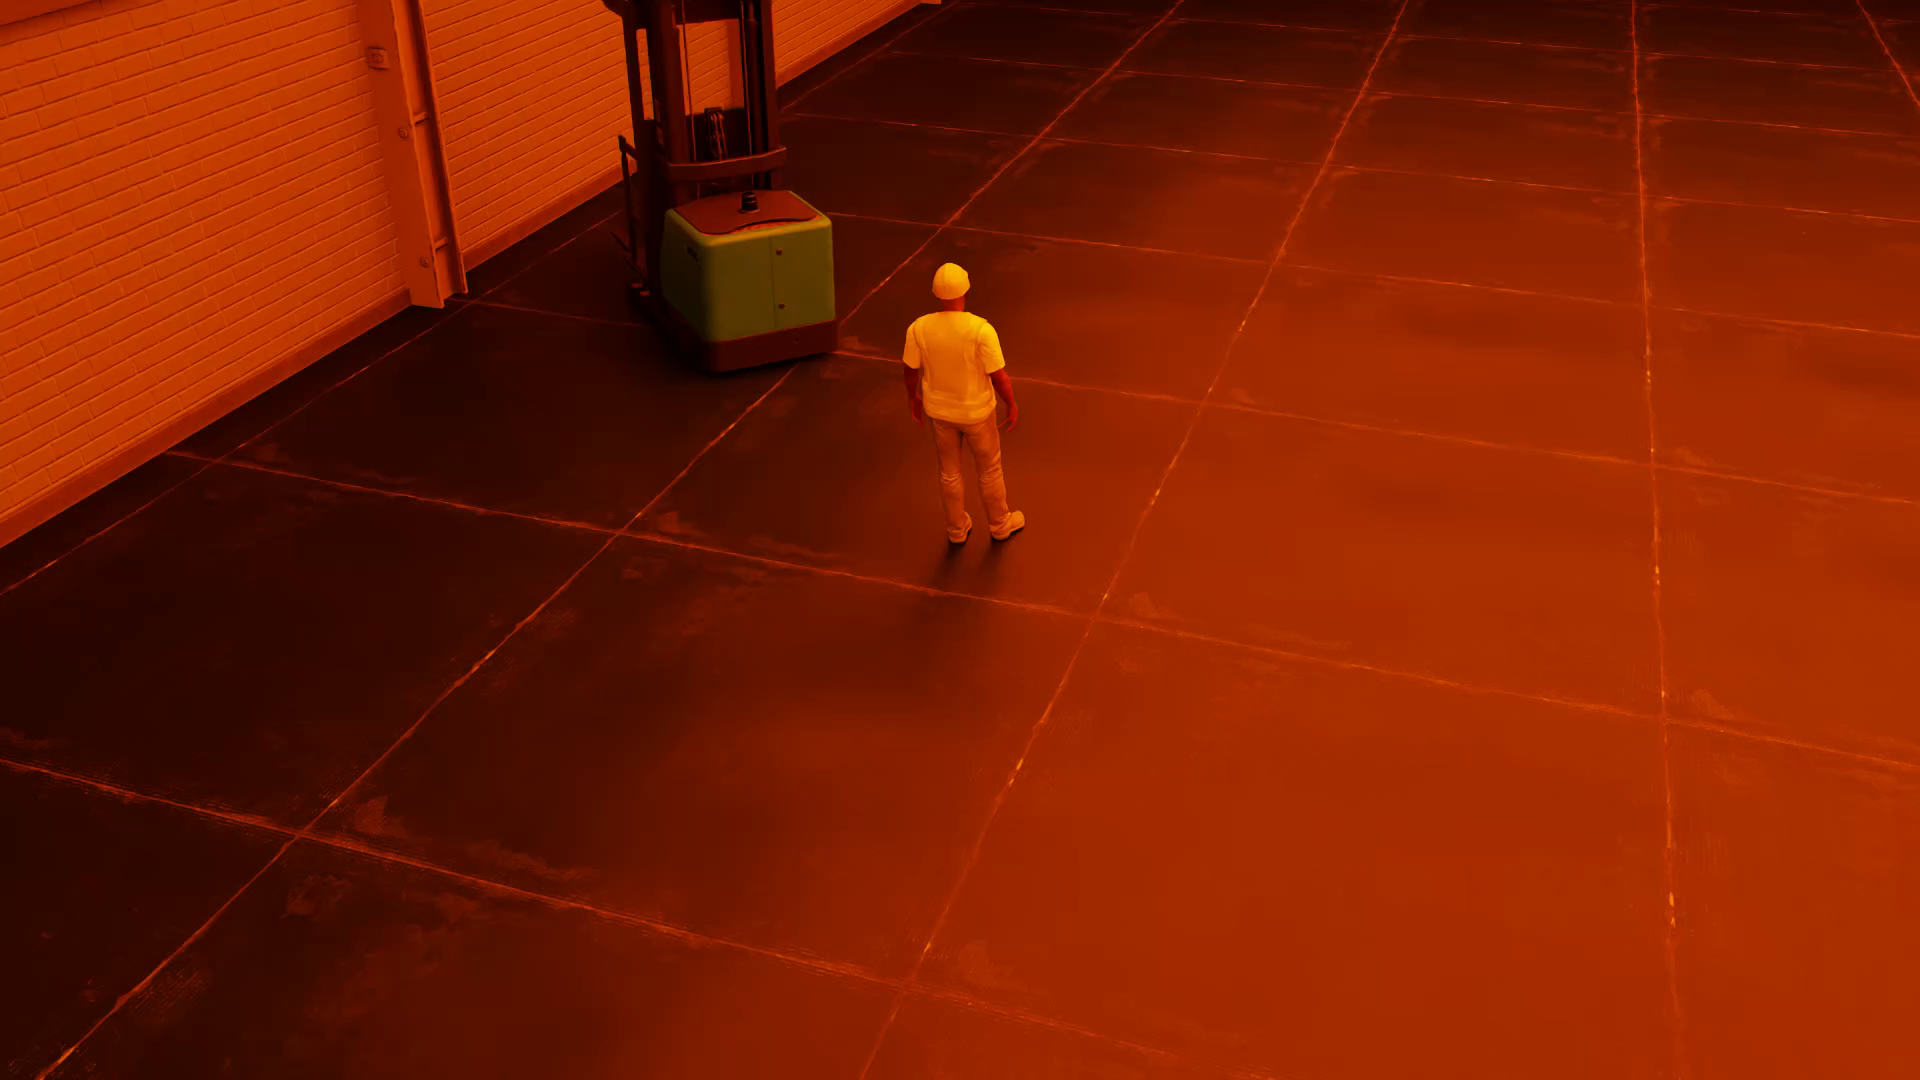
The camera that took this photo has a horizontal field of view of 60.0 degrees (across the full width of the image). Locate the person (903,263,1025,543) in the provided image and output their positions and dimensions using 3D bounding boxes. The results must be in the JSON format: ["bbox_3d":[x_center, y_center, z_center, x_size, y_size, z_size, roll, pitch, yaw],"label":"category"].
[{"bbox_3d":[0.028,-0.805,9.711,0.665,1.768,0.575,10,31,16],"label":"person"}]

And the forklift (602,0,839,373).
[{"bbox_3d":[-2.038,-3.192,12.736,1.130,2.935,3.031,-14,33,-24],"label":"forklift"}]
